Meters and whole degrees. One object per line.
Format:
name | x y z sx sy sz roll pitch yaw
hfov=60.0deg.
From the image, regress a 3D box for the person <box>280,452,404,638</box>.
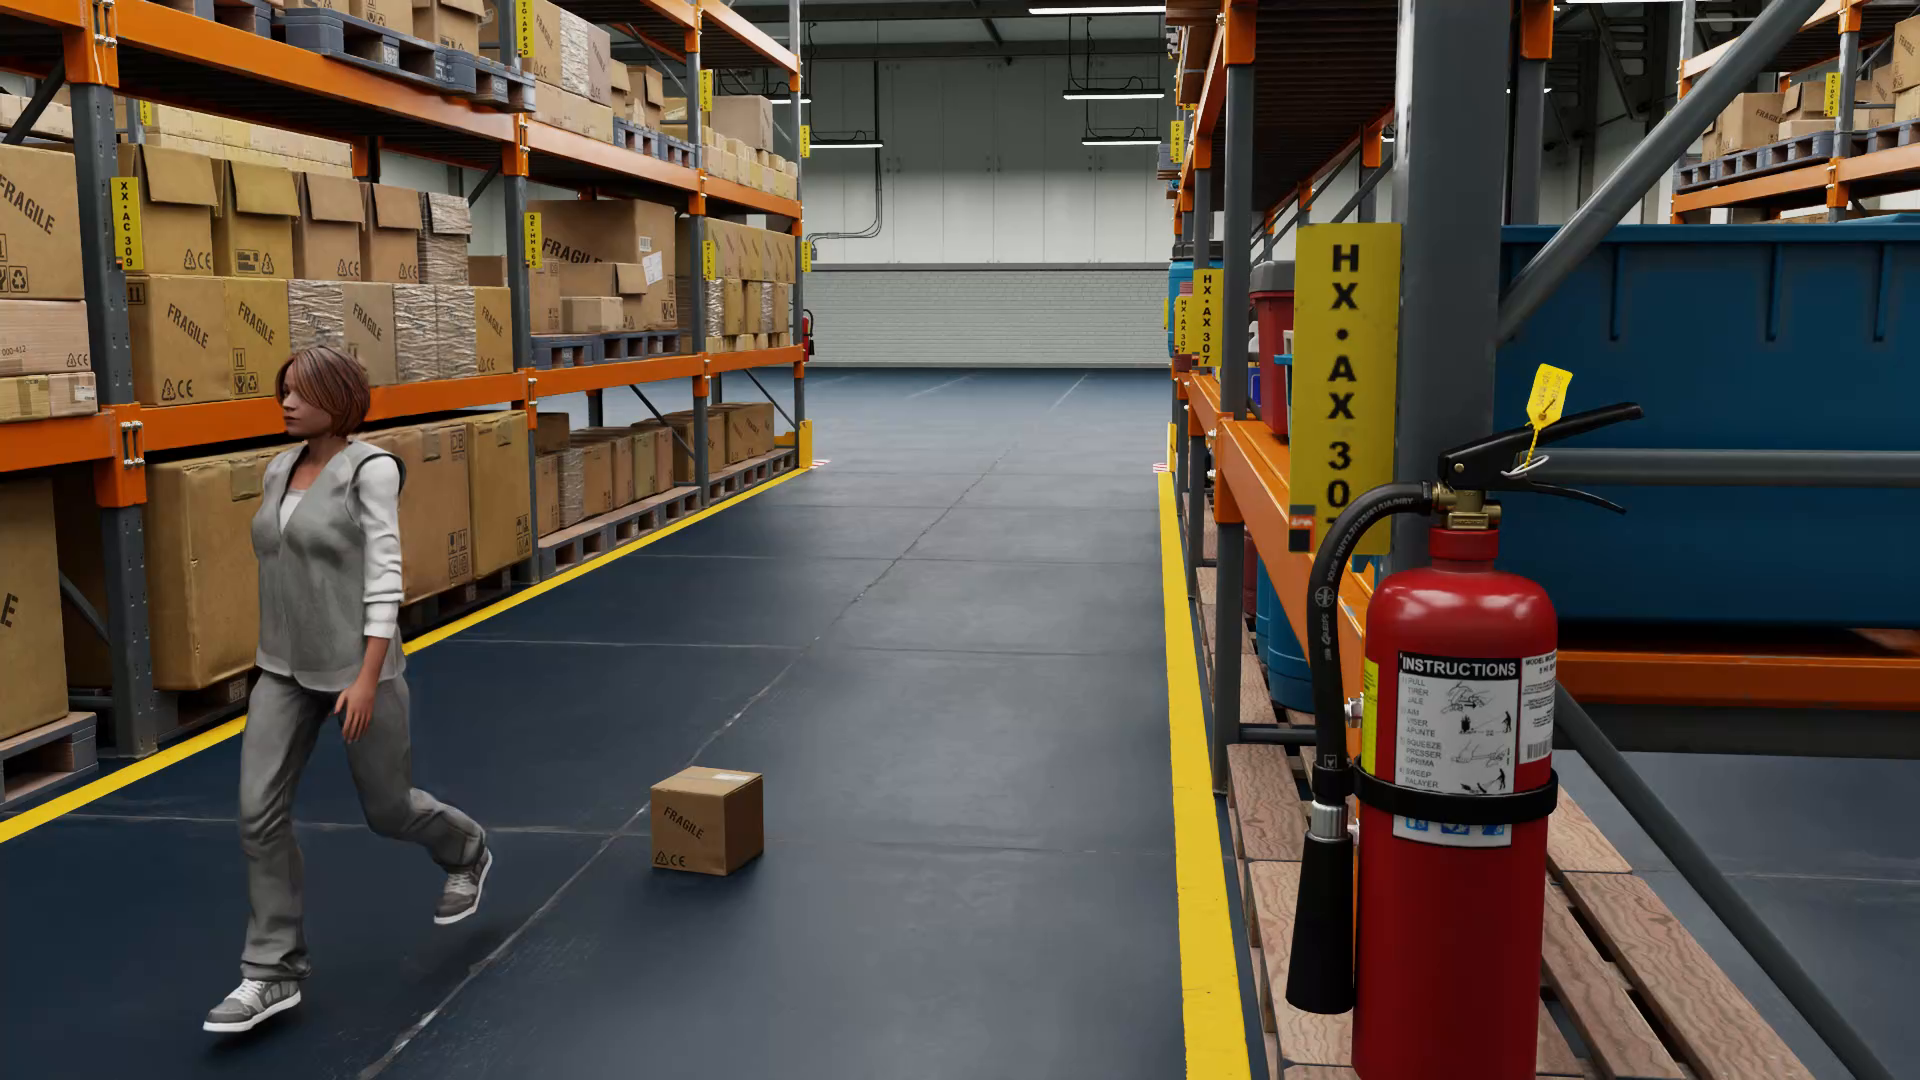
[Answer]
person | -1.487 0.066 3.936 0.411 0.557 0.269 3 8 20
